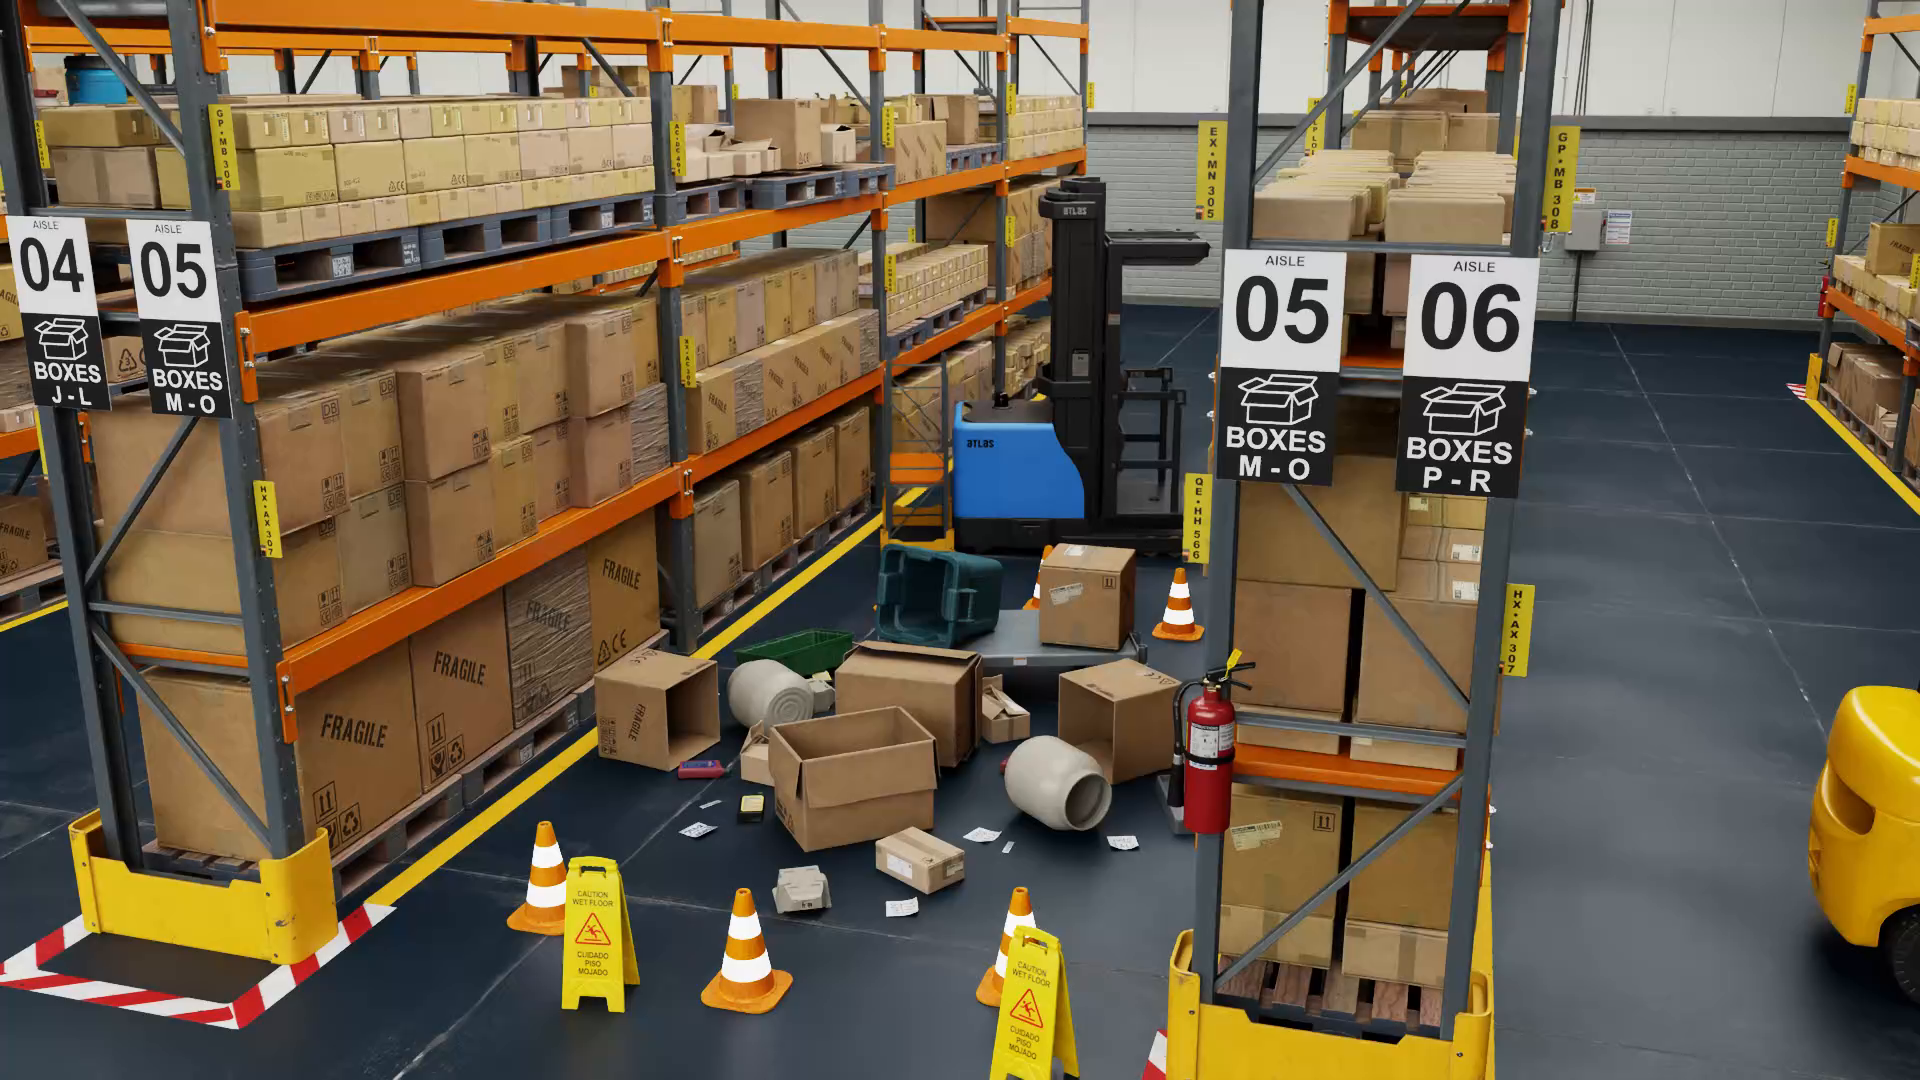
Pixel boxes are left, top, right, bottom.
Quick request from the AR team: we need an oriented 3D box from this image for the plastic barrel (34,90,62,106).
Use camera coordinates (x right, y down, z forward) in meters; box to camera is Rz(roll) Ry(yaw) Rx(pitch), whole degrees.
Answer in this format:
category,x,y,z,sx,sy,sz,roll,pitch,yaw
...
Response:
category,x,y,z,sx,sy,sz,roll,pitch,yaw
plastic barrel,-10.247,-4.750,18.563,0.433,0.535,0.433,0,16,0

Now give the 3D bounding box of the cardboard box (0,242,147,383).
category,x,y,z,sx,sy,sz,roll,pitch,yaw
cardboard box,-6.785,-1.642,12.638,1.134,1.210,1.638,5,16,16

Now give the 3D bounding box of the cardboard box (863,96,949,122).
category,x,y,z,sx,sy,sz,roll,pitch,yaw
cardboard box,-0.559,-4.116,16.388,0.797,0.503,0.637,4,16,15

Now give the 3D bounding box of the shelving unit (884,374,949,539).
category,x,y,z,sx,sy,sz,roll,pitch,yaw
shelving unit,-0.351,-0.687,13.504,0.500,1.500,0.985,0,16,-1

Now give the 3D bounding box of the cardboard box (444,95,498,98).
category,x,y,z,sx,sy,sz,roll,pitch,yaw
cardboard box,-5.297,-4.411,17.427,0.797,0.503,0.637,4,16,15

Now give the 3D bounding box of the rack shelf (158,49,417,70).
category,x,y,z,sx,sy,sz,roll,pitch,yaw
rack shelf,-8.901,-6.481,22.240,1.077,0.370,4.000,5,16,16

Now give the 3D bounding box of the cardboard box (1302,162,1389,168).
category,x,y,z,sx,sy,sz,roll,pitch,yaw
cardboard box,1.787,-1.669,7.717,0.380,0.149,0.250,4,16,15

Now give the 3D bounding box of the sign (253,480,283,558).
category,x,y,z,sx,sy,sz,roll,pitch,yaw
sign,-2.874,-0.086,6.903,0.100,0.325,0.005,5,16,16

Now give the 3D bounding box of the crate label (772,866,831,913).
category,x,y,z,sx,sy,sz,roll,pitch,yaw
crate label,-0.741,1.639,7.801,0.250,0.136,0.298,-4,16,-13

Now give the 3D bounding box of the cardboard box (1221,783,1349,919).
category,x,y,z,sx,sy,sz,roll,pitch,yaw
cardboard box,3.432,-1.212,12.771,0.853,1.989,13.684,5,17,16

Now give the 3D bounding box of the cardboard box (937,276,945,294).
category,x,y,z,sx,sy,sz,roll,pitch,yaw
cardboard box,-0.363,-2.512,16.334,0.380,0.149,0.250,5,17,18

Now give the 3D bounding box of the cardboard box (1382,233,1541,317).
category,x,y,z,sx,sy,sz,roll,pitch,yaw
cardboard box,4.104,-0.454,6.270,4.908,1.399,2.138,4,16,14

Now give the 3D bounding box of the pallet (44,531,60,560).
category,x,y,z,sx,sy,sz,roll,pitch,yaw
pallet,-6.774,0.004,13.427,1.003,0.211,1.213,5,16,16

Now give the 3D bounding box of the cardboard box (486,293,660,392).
category,x,y,z,sx,sy,sz,roll,pitch,yaw
cardboard box,-2.405,-1.220,10.380,0.875,0.550,0.550,5,16,16

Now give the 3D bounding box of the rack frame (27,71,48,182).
category,x,y,z,sx,sy,sz,roll,pitch,yaw
rack frame,-6.994,-4.019,11.509,1.000,3.000,0.127,5,16,16

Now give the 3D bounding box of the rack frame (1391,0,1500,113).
category,x,y,z,sx,sy,sz,roll,pitch,yaw
rack frame,4.781,-5.344,16.179,1.000,3.000,0.127,5,16,16

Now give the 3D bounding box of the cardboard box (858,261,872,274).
category,x,y,z,sx,sy,sz,roll,pitch,yaw
cardboard box,-1.061,-2.638,16.234,0.380,0.149,0.250,5,17,19

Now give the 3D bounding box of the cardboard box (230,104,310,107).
category,x,y,z,sx,sy,sz,roll,pitch,yaw
cardboard box,-3.344,-2.012,7.973,0.380,0.149,0.250,5,17,16

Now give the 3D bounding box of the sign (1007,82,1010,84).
category,x,y,z,sx,sy,sz,roll,pitch,yaw
sign,0.622,-5.767,21.567,0.100,0.325,0.005,5,16,16

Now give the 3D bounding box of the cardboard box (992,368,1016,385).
category,x,y,z,sx,sy,sz,roll,pitch,yaw
cardboard box,0.416,-1.859,18.796,0.380,0.149,0.250,5,17,18

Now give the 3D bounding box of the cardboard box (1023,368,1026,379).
category,x,y,z,sx,sy,sz,roll,pitch,yaw
cardboard box,0.581,-1.998,19.832,0.380,0.149,0.250,4,16,13

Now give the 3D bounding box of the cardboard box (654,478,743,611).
category,x,y,z,sx,sy,sz,roll,pitch,yaw
cardboard box,-2.177,-0.011,11.726,1.050,0.750,0.750,5,16,16

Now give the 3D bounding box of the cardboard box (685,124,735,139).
category,x,y,z,sx,sy,sz,roll,pitch,yaw
cardboard box,-1.836,-2.981,12.557,0.500,0.311,0.500,4,16,15

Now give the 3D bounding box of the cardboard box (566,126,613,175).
category,x,y,z,sx,sy,sz,roll,pitch,yaw
cardboard box,-2.305,-2.205,9.388,0.500,0.250,0.500,5,16,16

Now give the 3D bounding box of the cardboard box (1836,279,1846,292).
category,x,y,z,sx,sy,sz,roll,pitch,yaw
cardboard box,10.321,-2.935,19.140,0.380,0.149,0.250,4,16,15

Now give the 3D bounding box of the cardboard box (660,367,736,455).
category,x,y,z,sx,sy,sz,roll,pitch,yaw
cardboard box,-1.860,-0.887,11.277,0.500,0.500,0.500,5,17,16

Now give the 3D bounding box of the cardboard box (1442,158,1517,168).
category,x,y,z,sx,sy,sz,roll,pitch,yaw
cardboard box,2.518,-1.758,8.031,0.380,0.149,0.250,5,17,18

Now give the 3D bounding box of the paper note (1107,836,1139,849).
category,x,y,z,sx,sy,sz,roll,pitch,yaw
paper note,0.826,1.522,8.407,0.142,0.019,0.148,-1,16,-3

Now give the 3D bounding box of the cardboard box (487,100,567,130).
category,x,y,z,sx,sy,sz,roll,pitch,yaw
cardboard box,-2.353,-2.293,8.965,0.380,0.149,0.250,5,16,16

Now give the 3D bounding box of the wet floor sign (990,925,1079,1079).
category,x,y,z,sx,sy,sz,roll,pitch,yaw
wet floor sign,0.291,1.781,6.368,0.267,0.644,0.232,11,19,35

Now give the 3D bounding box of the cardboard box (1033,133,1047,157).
category,x,y,z,sx,sy,sz,roll,pitch,yaw
cardboard box,0.691,-4.553,19.163,0.500,0.250,0.500,5,17,18

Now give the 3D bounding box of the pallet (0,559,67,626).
category,x,y,z,sx,sy,sz,roll,pitch,yaw
pallet,-7.151,0.387,12.079,1.003,0.211,1.213,5,16,16

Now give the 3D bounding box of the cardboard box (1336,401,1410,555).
category,x,y,z,sx,sy,sz,roll,pitch,yaw
cardboard box,1.457,-0.273,6.734,0.700,0.500,0.500,5,17,16

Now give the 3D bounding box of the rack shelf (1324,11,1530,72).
category,x,y,z,sx,sy,sz,roll,pitch,yaw
rack shelf,3.076,-3.236,10.797,1.077,0.370,4.000,5,16,16

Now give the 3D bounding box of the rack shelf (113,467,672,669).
category,x,y,z,sx,sy,sz,roll,pitch,yaw
rack shelf,-2.836,0.019,9.096,0.919,0.052,3.809,5,16,16

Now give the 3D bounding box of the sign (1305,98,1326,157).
category,x,y,z,sx,sy,sz,roll,pitch,yaw
sign,1.974,-2.288,9.233,0.100,0.325,0.005,5,16,16

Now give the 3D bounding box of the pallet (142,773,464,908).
category,x,y,z,sx,sy,sz,roll,pitch,yaw
pallet,-3.252,1.451,8.329,1.003,0.211,1.213,5,16,16

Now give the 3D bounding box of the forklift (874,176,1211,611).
category,x,y,z,sx,sy,sz,roll,pitch,yaw
forklift,1.165,-1.218,12.752,3.586,2.935,2.622,0,16,1

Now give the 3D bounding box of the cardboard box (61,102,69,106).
category,x,y,z,sx,sy,sz,roll,pitch,yaw
cardboard box,-13.270,-6.238,24.186,0.500,0.250,0.500,5,16,16

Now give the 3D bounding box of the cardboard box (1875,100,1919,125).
category,x,y,z,sx,sy,sz,roll,pitch,yaw
cardboard box,10.018,-4.514,17.564,0.500,0.250,0.500,4,16,15

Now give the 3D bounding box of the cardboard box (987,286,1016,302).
category,x,y,z,sx,sy,sz,roll,pitch,yaw
cardboard box,0.400,-2.743,18.464,0.380,0.149,0.250,5,17,18

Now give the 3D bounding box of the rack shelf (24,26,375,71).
category,x,y,z,sx,sy,sz,roll,pitch,yaw
rack shelf,-6.426,-4.004,13.507,1.077,0.370,4.000,5,16,16

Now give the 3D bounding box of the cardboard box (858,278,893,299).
category,x,y,z,sx,sy,sz,roll,pitch,yaw
cardboard box,-0.812,-2.243,14.841,0.380,0.149,0.250,5,16,16

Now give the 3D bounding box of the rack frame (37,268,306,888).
category,x,y,z,sx,sy,sz,roll,pitch,yaw
rack frame,-3.404,0.324,7.189,1.000,3.000,0.127,5,16,16

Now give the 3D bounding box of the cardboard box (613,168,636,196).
category,x,y,z,sx,sy,sz,roll,pitch,yaw
cardboard box,-2.136,-2.109,9.777,0.380,0.149,0.250,5,17,17

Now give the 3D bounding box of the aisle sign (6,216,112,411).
category,x,y,z,sx,sy,sz,roll,pitch,yaw
aisle sign,-3.712,-0.931,6.851,0.394,0.787,0.004,5,16,16

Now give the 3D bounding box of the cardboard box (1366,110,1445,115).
category,x,y,z,sx,sy,sz,roll,pitch,yaw
cardboard box,2.819,-2.608,10.621,0.500,0.250,0.500,5,17,17

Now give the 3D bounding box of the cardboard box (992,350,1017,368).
category,x,y,z,sx,sy,sz,roll,pitch,yaw
cardboard box,0.438,-2.073,19.007,0.380,0.149,0.250,5,17,19

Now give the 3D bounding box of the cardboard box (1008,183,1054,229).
category,x,y,z,sx,sy,sz,roll,pitch,yaw
cardboard box,0.821,-3.987,19.828,0.500,0.500,0.500,4,16,14
